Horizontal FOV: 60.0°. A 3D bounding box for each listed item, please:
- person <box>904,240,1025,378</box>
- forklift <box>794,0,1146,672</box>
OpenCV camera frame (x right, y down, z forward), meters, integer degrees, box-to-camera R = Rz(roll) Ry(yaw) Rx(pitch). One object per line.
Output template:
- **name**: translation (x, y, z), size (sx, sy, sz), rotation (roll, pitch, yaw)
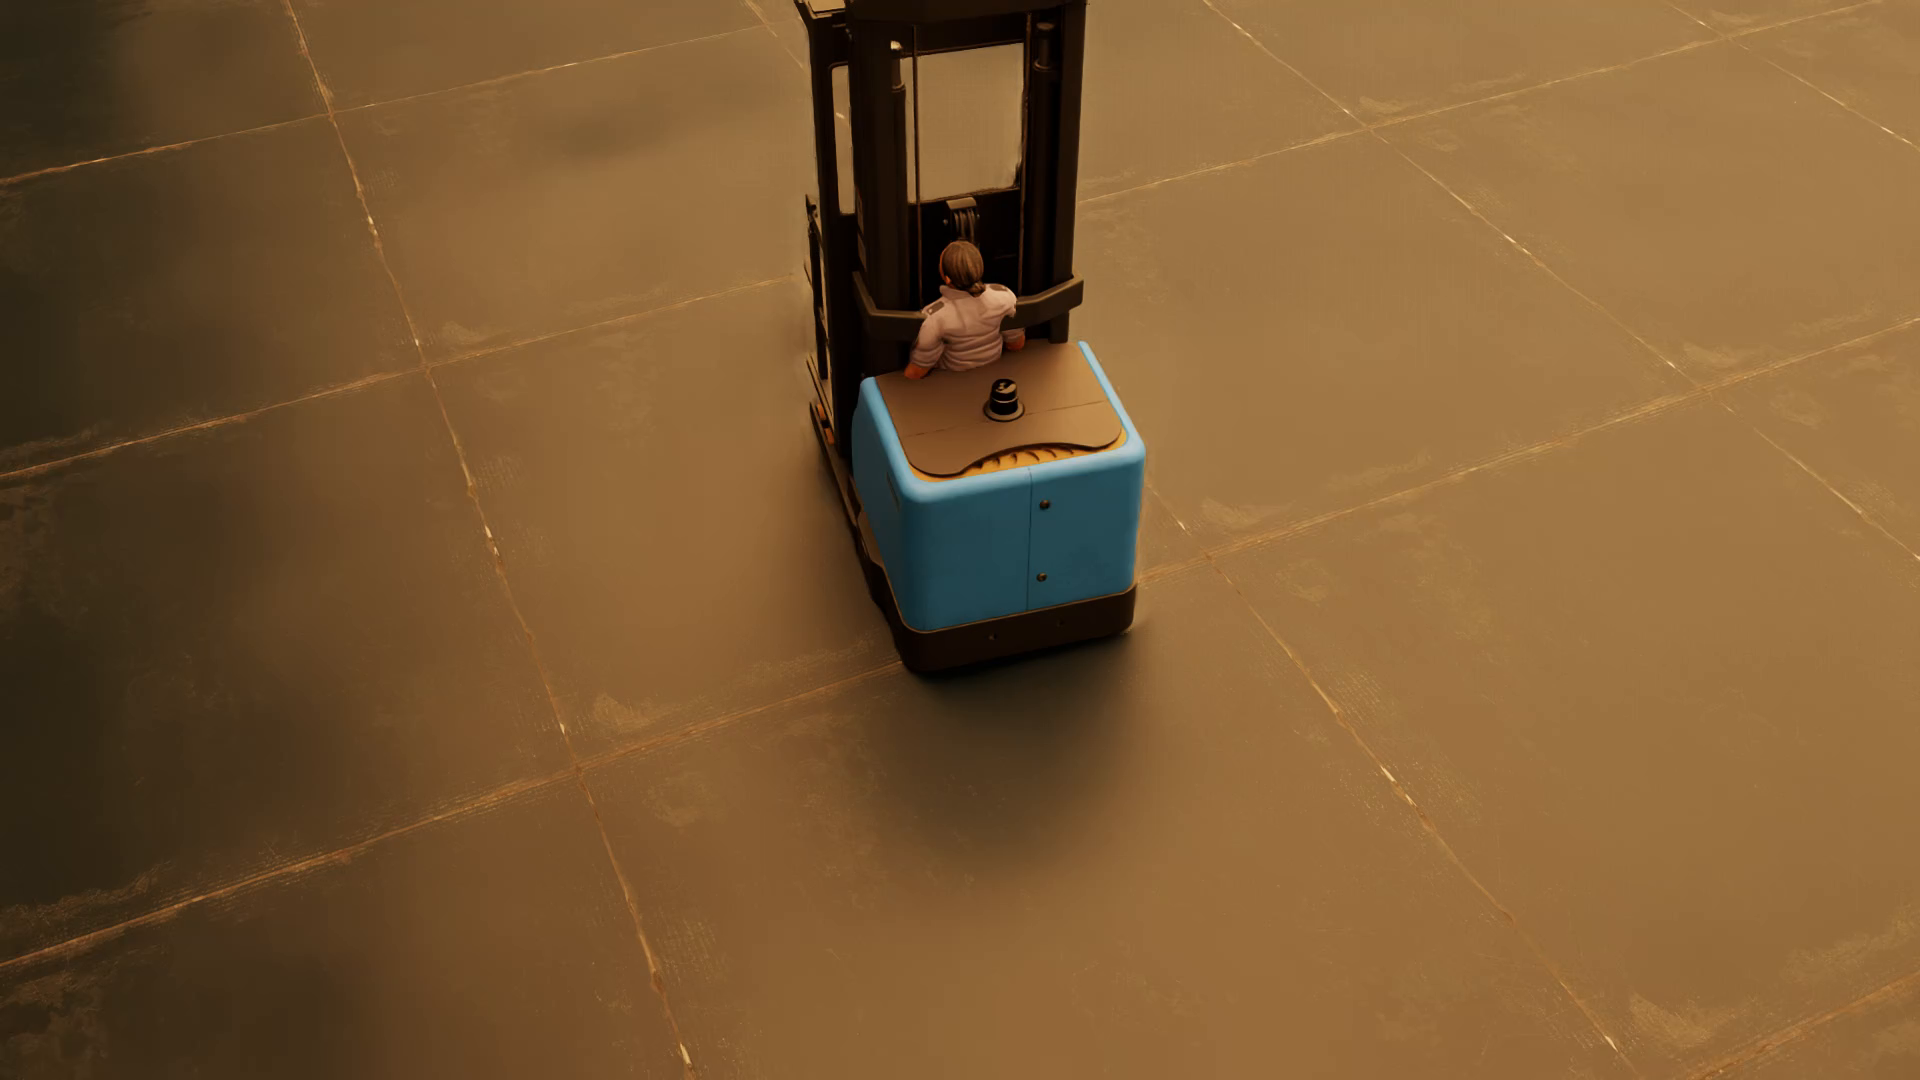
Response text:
- **person**: translation (-0.012, -0.692, 7.291), size (0.596, 1.634, 0.527), rotation (-18, 46, -18)
- **forklift**: translation (-0.122, -1.529, 7.319), size (1.130, 2.935, 3.031), rotation (-11, 44, -11)
